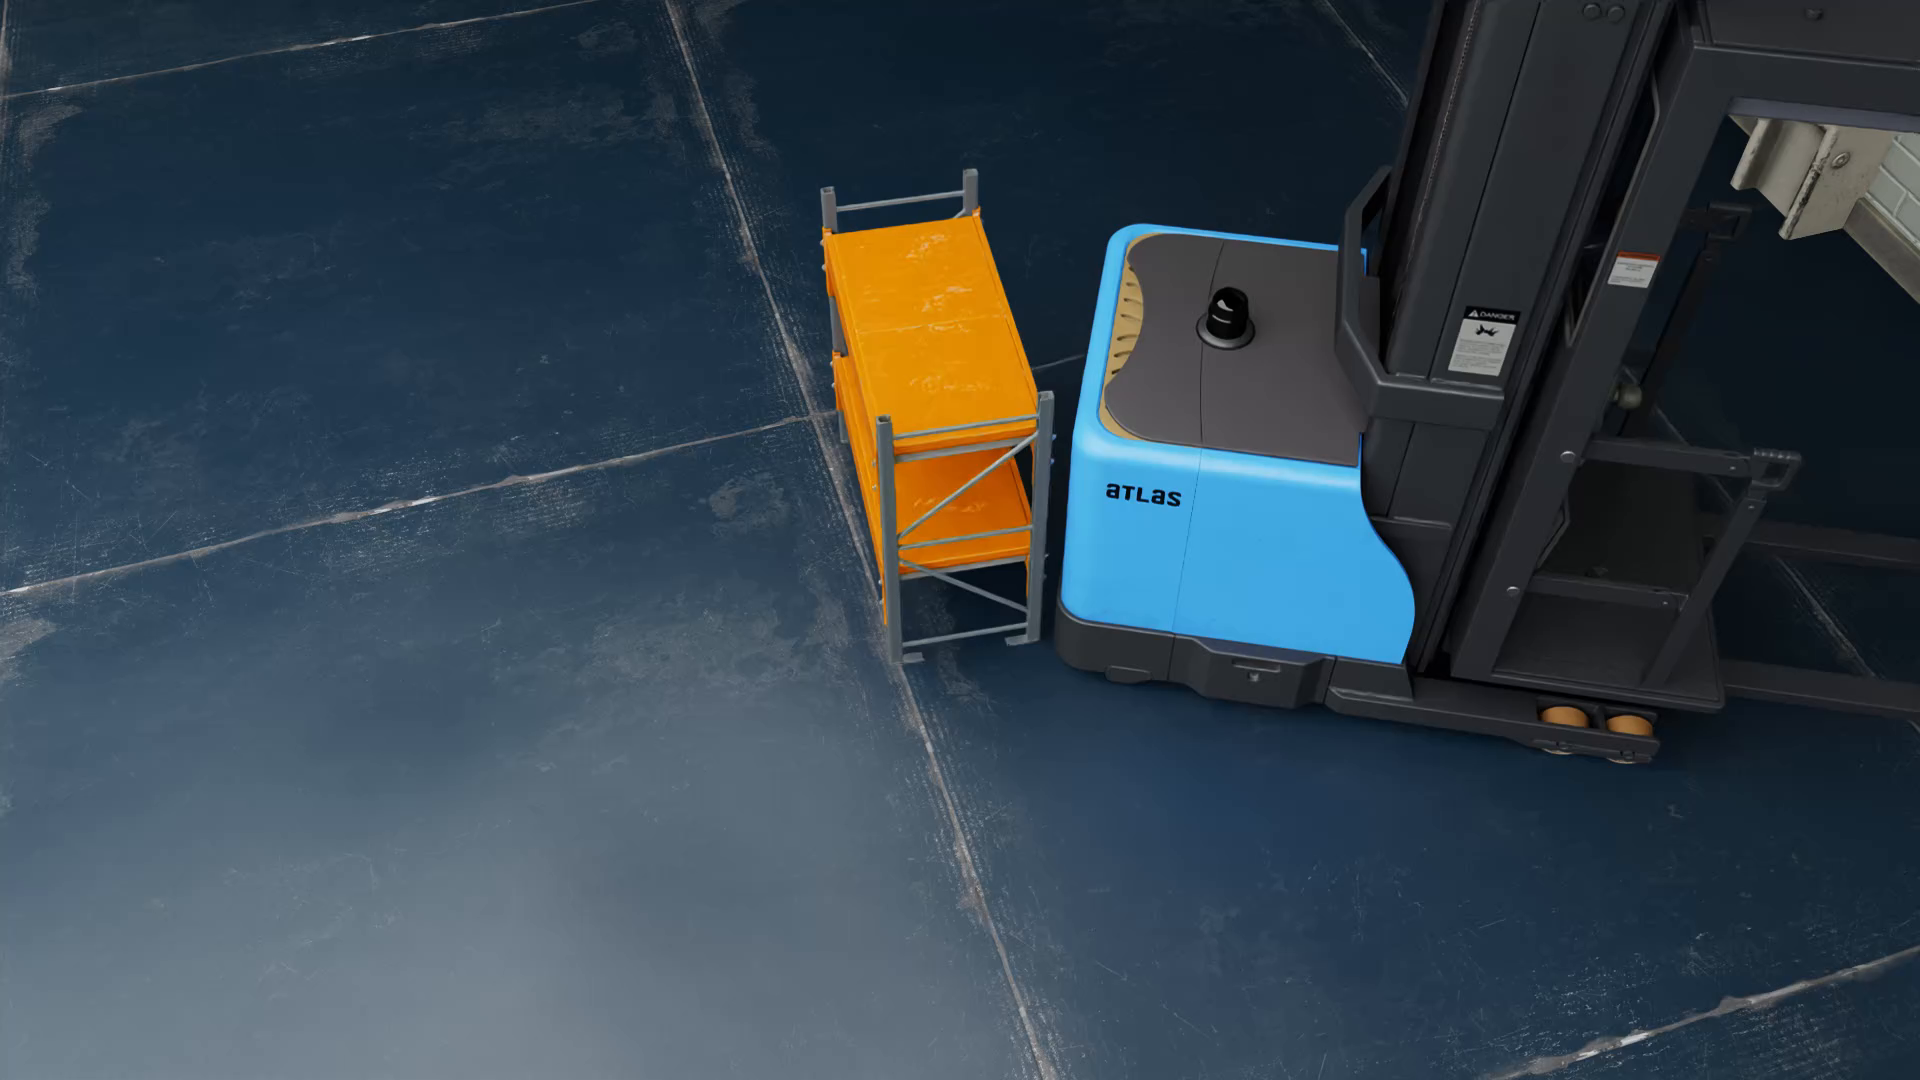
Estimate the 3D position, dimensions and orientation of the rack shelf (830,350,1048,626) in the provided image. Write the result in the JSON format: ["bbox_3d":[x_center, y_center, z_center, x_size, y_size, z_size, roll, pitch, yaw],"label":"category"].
[{"bbox_3d":[-0.087,-0.228,5.526,0.538,0.278,1.000,-9,50,-7],"label":"rack shelf"}]

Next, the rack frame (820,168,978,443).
[{"bbox_3d":[-0.190,-0.766,5.660,0.500,1.125,0.032,-9,50,-7],"label":"rack frame"}]

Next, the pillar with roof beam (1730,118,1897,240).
[{"bbox_3d":[-0.659,-3.327,2.669,9.100,9.000,0.400,-13,51,-11],"label":"pillar with roof beam"}]

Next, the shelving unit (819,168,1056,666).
[{"bbox_3d":[-0.087,-0.385,5.339,0.538,1.125,1.048,-9,50,-7],"label":"shelving unit"}]

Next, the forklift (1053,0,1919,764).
[{"bbox_3d":[1.868,-0.693,4.417,3.031,2.935,1.130,8,50,6],"label":"forklift"}]

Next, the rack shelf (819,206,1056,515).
[{"bbox_3d":[-0.087,-0.574,5.115,0.538,0.278,1.000,-9,50,-7],"label":"rack shelf"}]

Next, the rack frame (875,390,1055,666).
[{"bbox_3d":[0.015,-0.005,5.018,0.500,1.125,0.032,-9,50,-7],"label":"rack frame"}]
